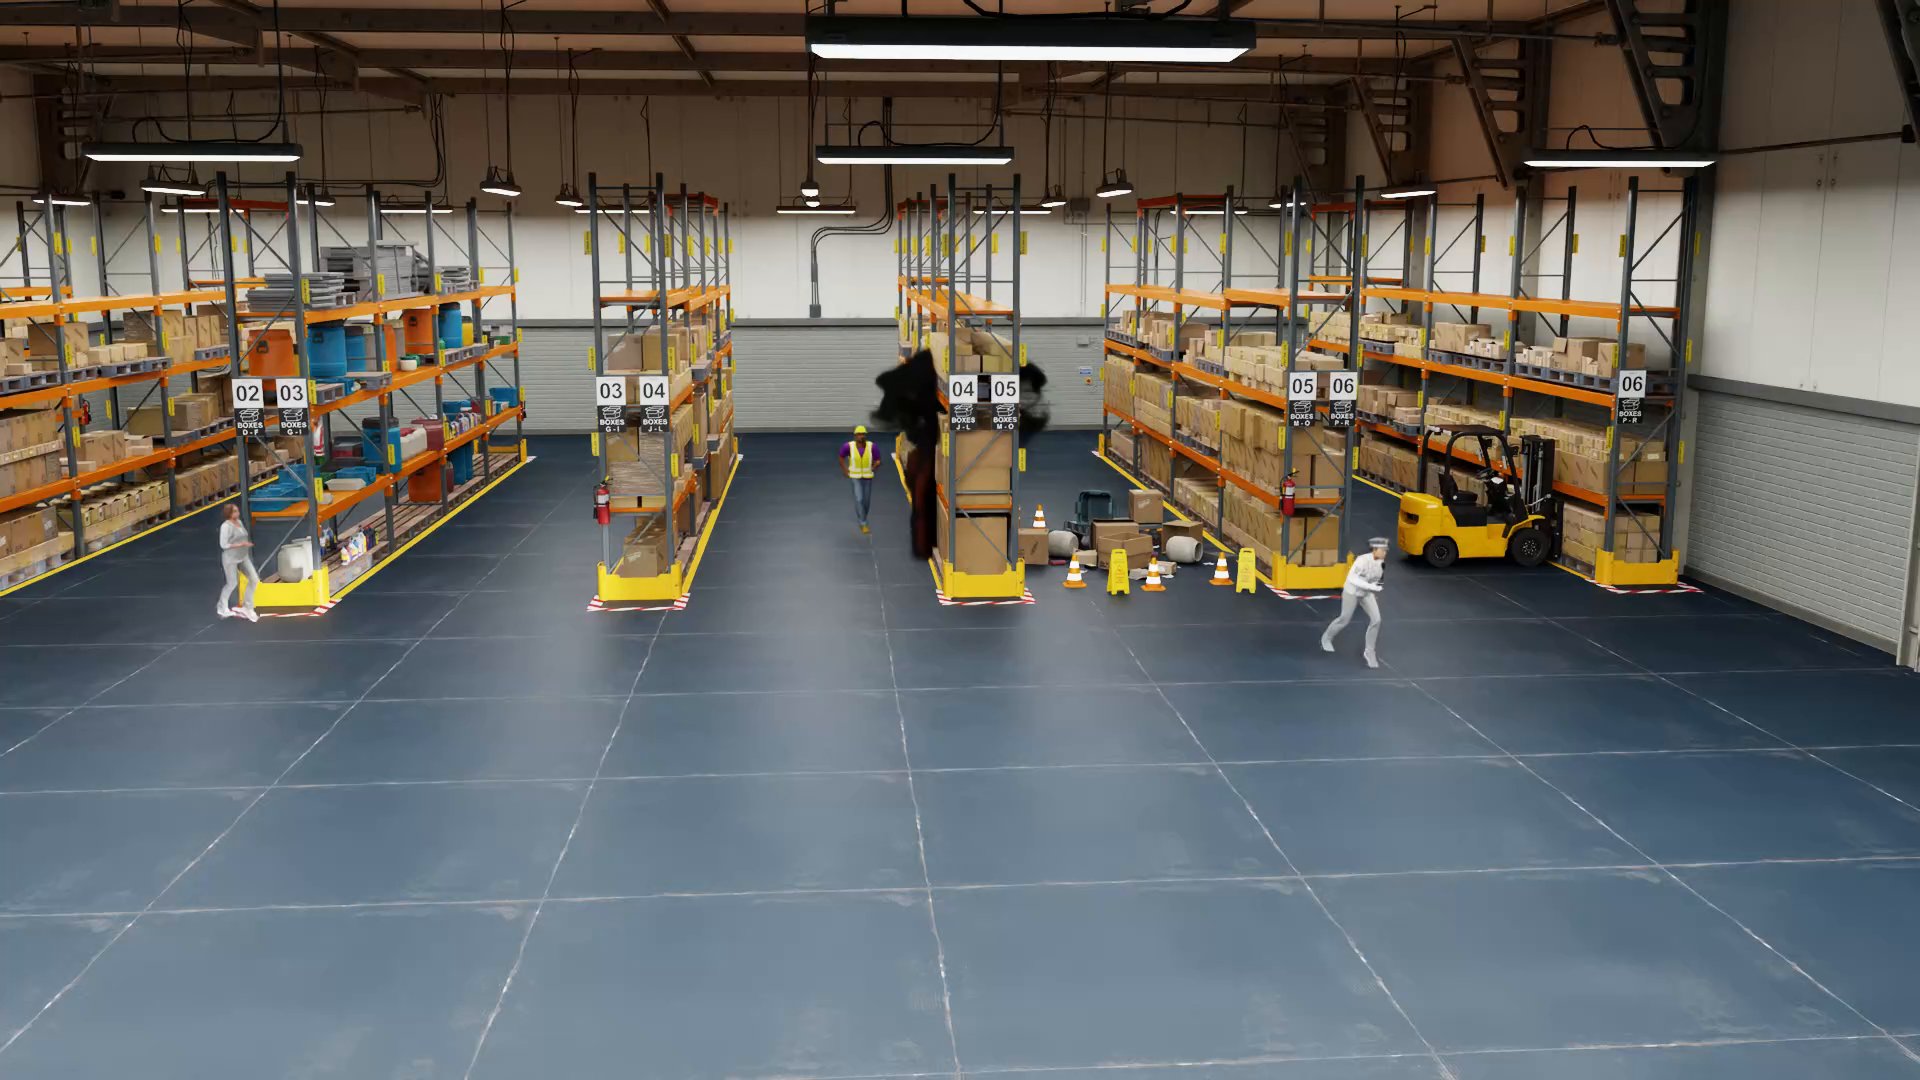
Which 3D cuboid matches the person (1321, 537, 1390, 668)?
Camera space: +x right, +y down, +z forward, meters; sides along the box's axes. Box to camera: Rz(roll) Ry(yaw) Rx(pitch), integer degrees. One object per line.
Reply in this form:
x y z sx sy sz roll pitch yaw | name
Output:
4.815 0.715 20.264 0.656 1.624 0.956 -7 12 -36 | person

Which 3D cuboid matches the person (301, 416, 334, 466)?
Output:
-12.836 -1.677 33.186 0.656 1.772 0.845 -1 10 -6 | person

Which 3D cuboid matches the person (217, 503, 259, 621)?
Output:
-9.749 0.310 22.379 0.706 1.637 0.513 4 11 19 | person

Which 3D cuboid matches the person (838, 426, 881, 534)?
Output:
-1.659 -1.015 27.805 0.707 1.808 0.815 -2 10 -11 | person
